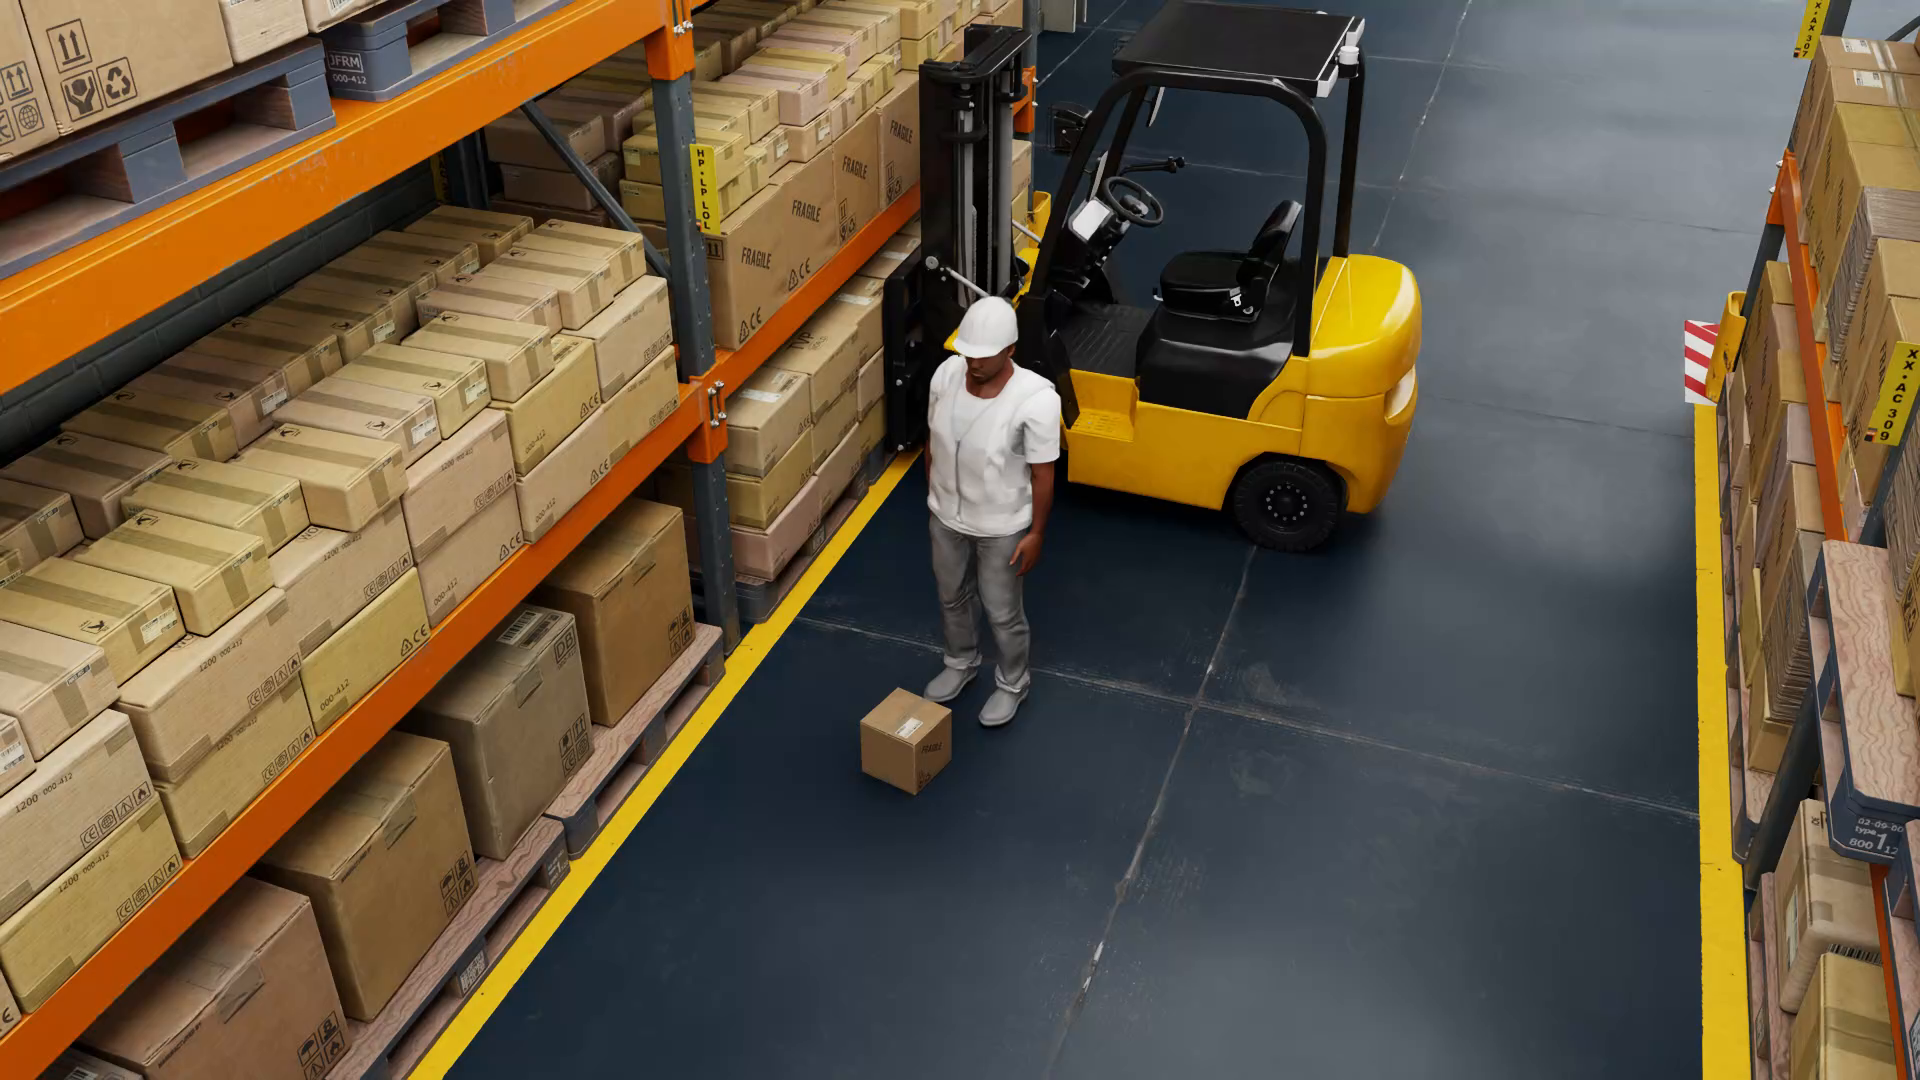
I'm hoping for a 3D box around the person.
[{"bbox_3d":[0.096,-0.099,6.272,0.565,1.763,0.355,21,38,28],"label":"person"}]
